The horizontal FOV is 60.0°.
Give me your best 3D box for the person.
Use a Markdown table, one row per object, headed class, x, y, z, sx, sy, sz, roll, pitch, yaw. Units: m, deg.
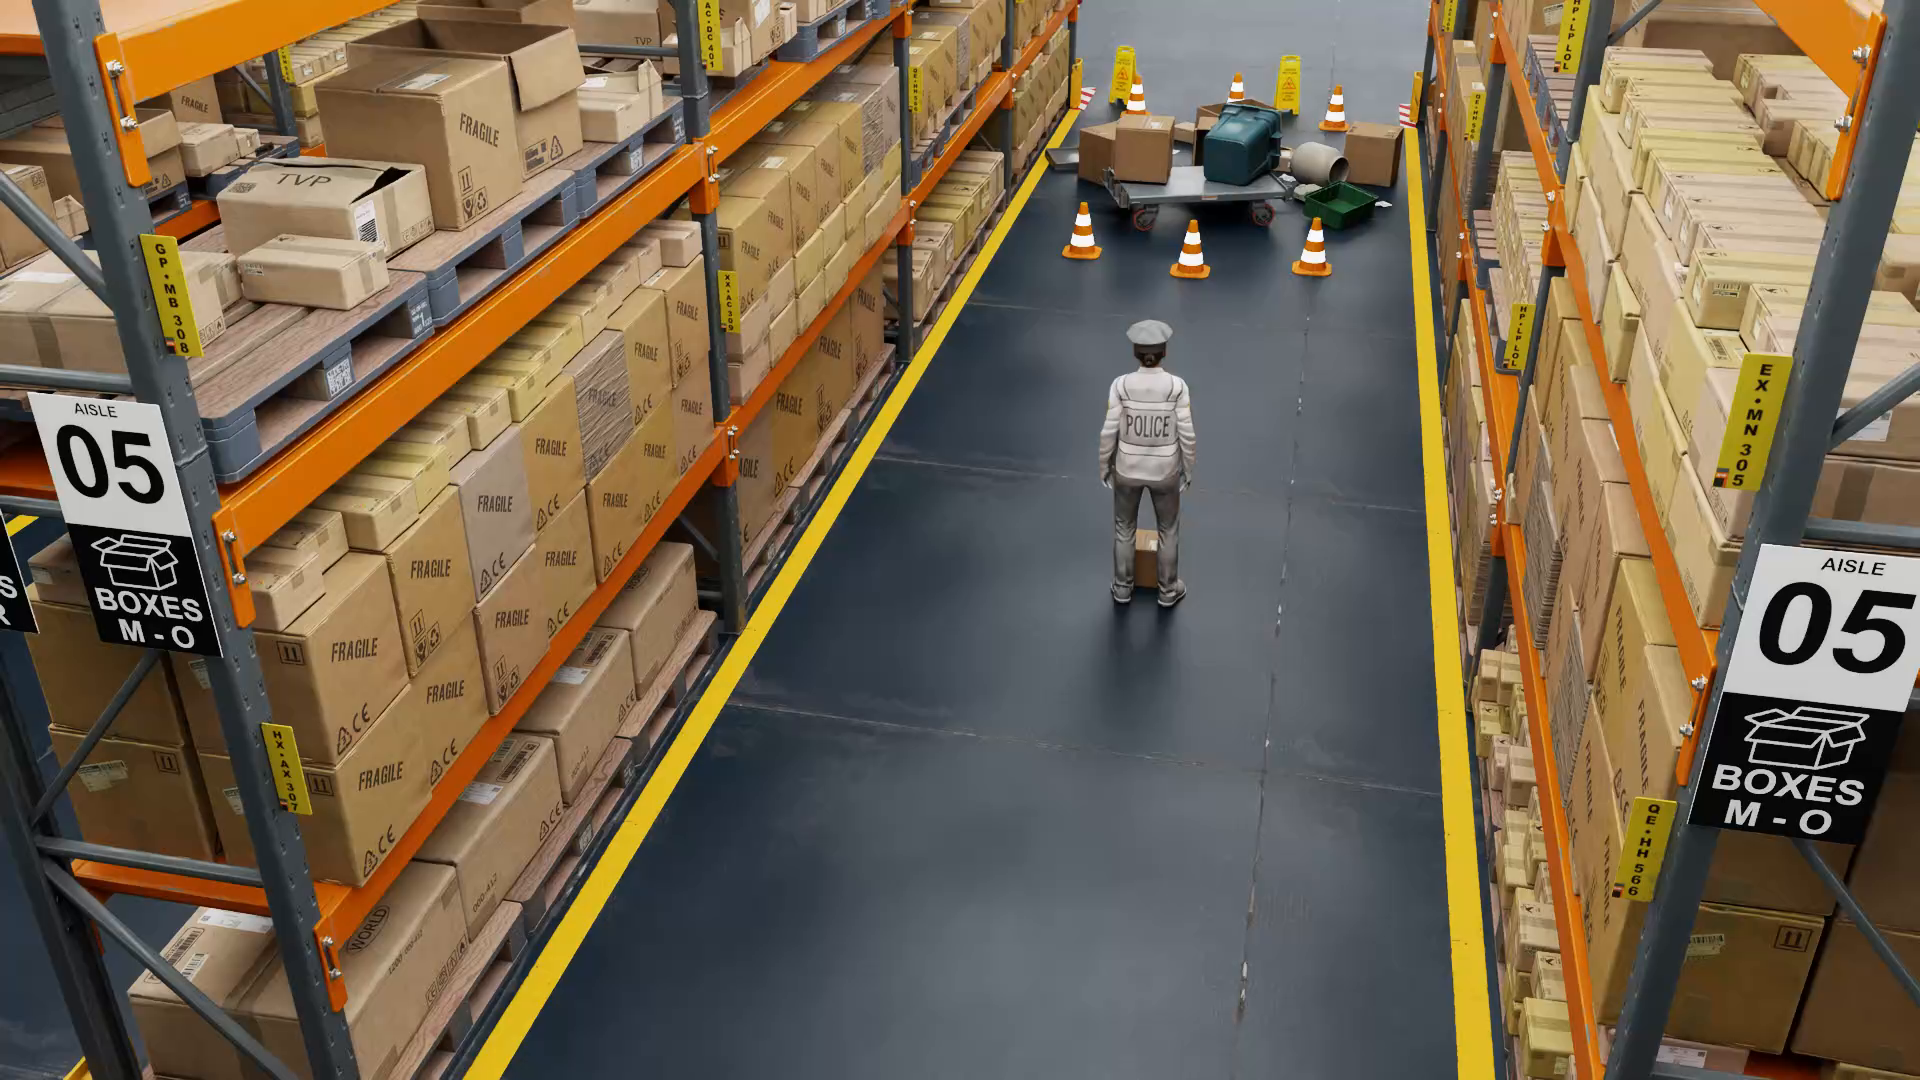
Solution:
| class | x | y | z | sx | sy | sz | roll | pitch | yaw |
| --- | --- | --- | --- | --- | --- | --- | --- | --- | --- |
| person | 1.045 | -0.395 | 9.321 | 0.544 | 1.662 | 0.376 | 4 | 29 | 7 |
